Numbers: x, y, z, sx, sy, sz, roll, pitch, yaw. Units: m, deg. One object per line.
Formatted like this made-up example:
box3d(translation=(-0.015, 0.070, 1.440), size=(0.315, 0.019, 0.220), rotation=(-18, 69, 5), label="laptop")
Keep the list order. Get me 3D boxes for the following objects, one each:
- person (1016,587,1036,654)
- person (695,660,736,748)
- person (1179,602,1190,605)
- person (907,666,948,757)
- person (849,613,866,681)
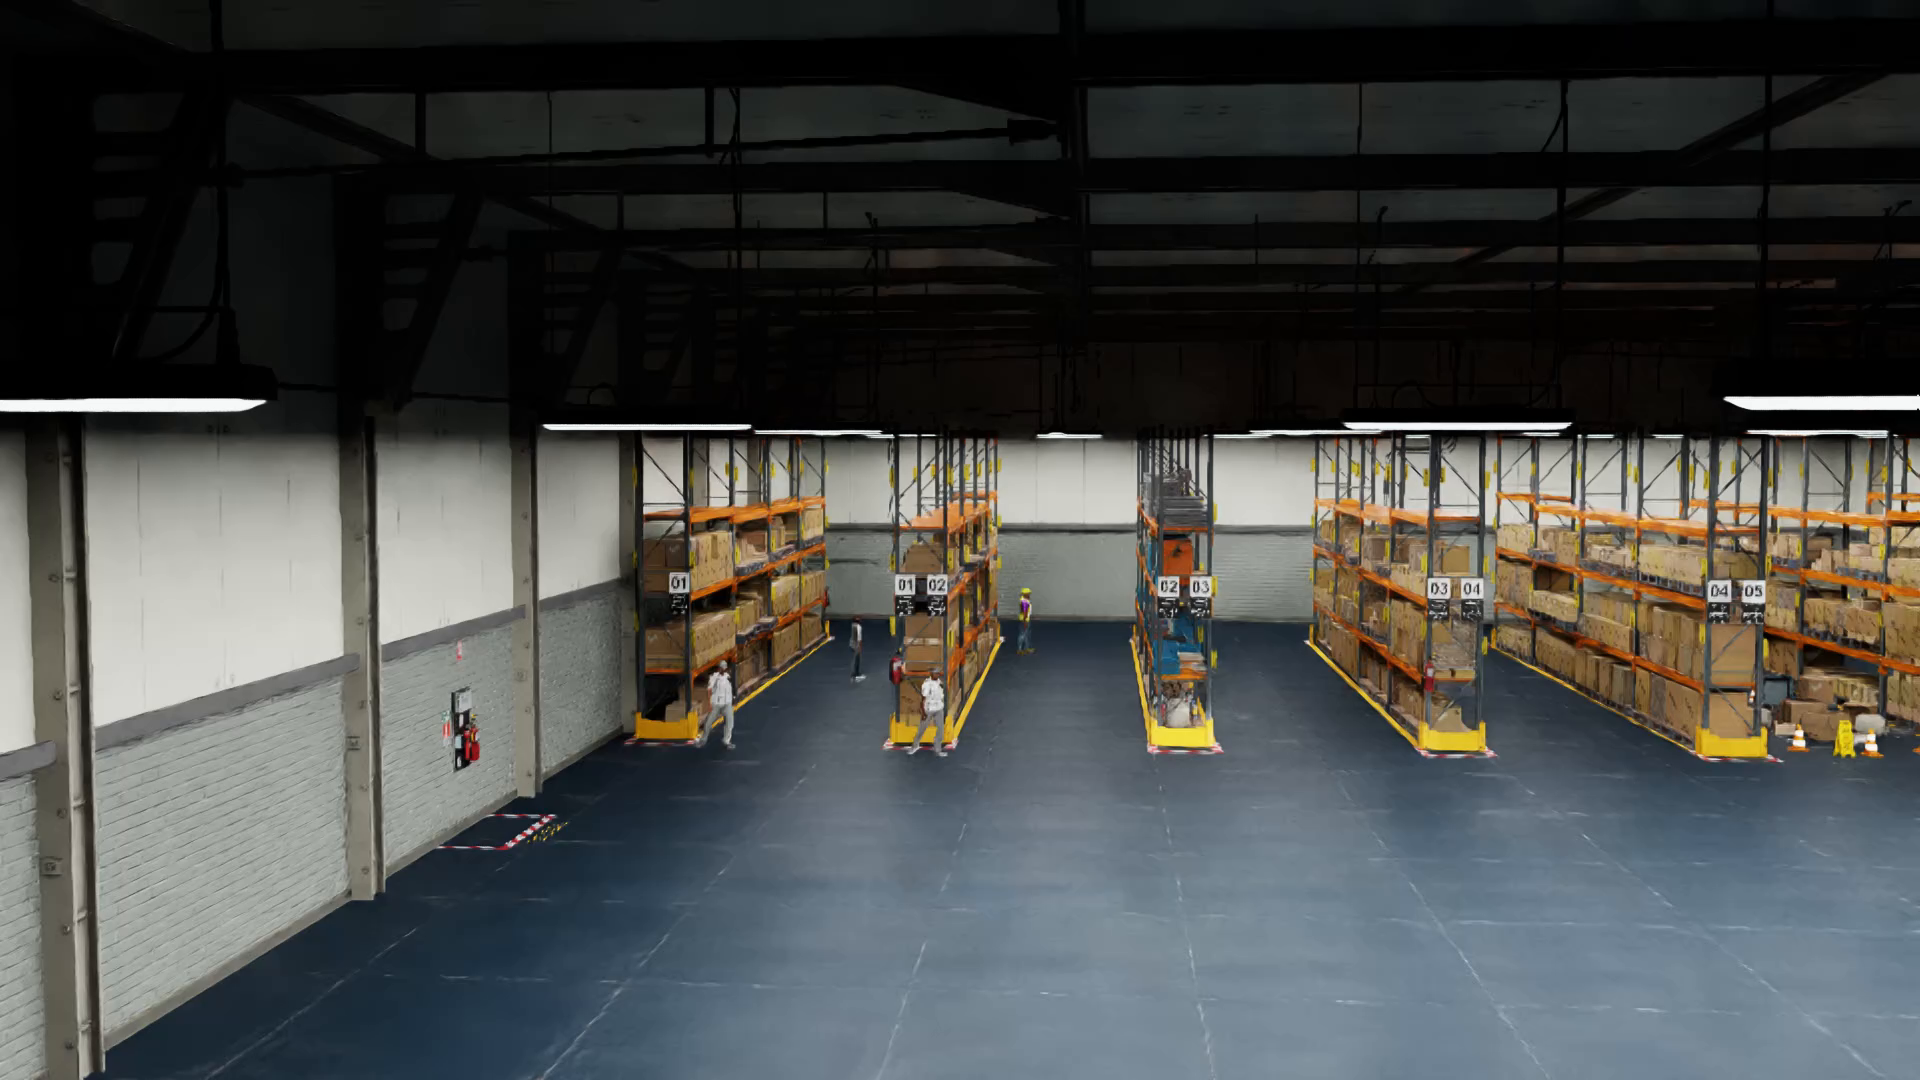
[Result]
box3d(translation=(1.777, 2.145, 44.621), size=(0.558, 1.762, 0.761), rotation=(0, 3, -3), label="person")
box3d(translation=(-4.566, 3.041, 30.948), size=(0.672, 1.648, 0.615), rotation=(-2, 4, -35), label="person")
box3d(translation=(6.185, 2.067, 46.071), size=(0.400, 1.794, 0.578), rotation=(2, 4, 30), label="person")
box3d(translation=(-0.600, 3.092, 30.125), size=(0.636, 1.645, 0.609), rotation=(-2, 4, -36), label="person")
box3d(translation=(-2.420, 2.537, 39.525), size=(0.469, 1.600, 0.573), rotation=(-1, 4, -22), label="person")
